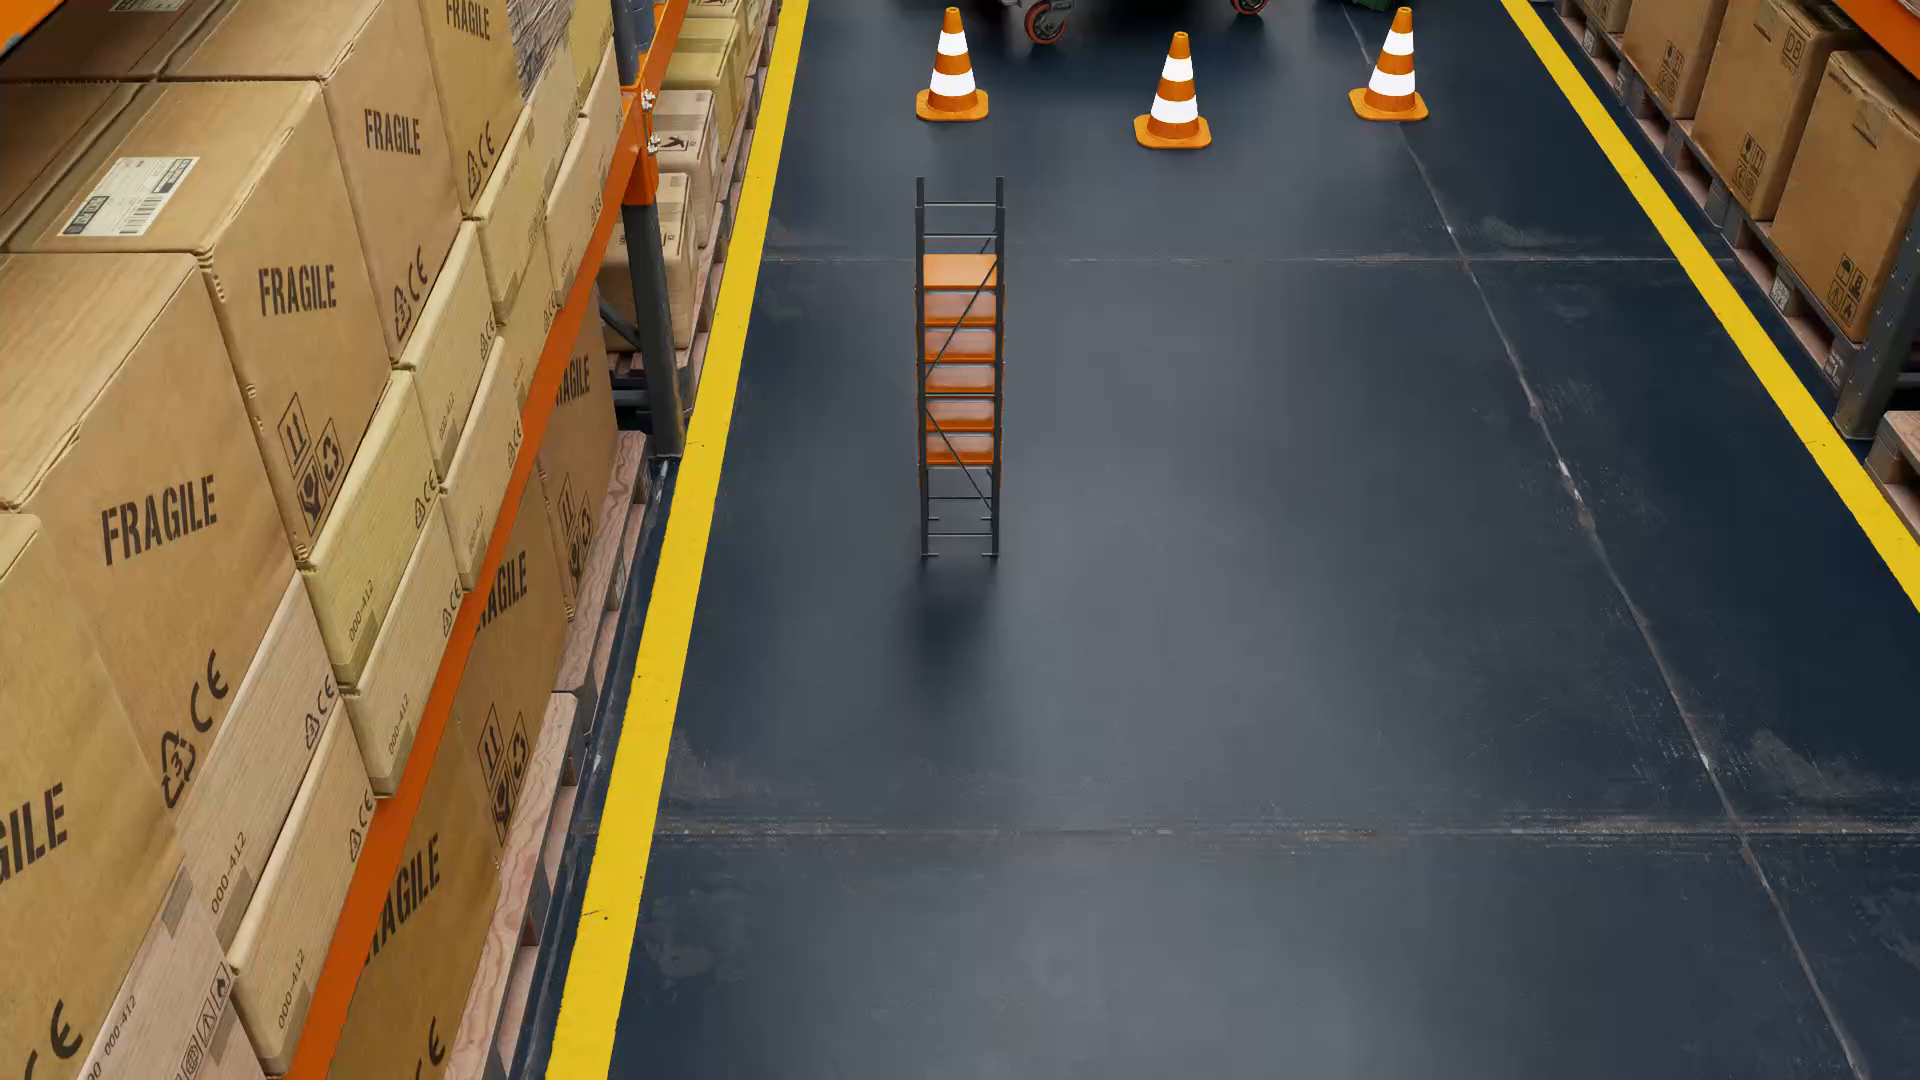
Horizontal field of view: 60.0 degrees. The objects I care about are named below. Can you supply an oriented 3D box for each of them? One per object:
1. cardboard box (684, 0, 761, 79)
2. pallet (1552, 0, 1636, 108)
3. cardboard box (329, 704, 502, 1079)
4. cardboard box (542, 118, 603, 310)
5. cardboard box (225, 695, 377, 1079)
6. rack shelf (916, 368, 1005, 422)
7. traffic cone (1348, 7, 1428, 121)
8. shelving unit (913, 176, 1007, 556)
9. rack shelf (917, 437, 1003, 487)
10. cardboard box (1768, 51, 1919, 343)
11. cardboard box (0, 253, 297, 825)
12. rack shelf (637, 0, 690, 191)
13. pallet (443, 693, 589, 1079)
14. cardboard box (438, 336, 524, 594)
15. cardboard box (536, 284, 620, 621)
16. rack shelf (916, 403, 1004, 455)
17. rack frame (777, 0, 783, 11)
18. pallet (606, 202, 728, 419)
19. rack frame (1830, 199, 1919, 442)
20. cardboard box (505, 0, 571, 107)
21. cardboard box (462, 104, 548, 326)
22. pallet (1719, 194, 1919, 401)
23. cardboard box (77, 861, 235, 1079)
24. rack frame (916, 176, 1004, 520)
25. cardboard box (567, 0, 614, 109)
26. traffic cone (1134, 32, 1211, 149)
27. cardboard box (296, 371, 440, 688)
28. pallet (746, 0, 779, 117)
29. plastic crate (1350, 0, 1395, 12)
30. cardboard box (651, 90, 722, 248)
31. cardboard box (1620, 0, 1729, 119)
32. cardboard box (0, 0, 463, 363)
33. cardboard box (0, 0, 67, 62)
[{"bbox_3d":[-1.431,-2.339,7.535,0.950,0.372,0.625,2,39,3],"label":"cardboard box"},{"bbox_3d":[3.588,-2.474,8.168,1.003,0.211,1.213,0,39,0],"label":"pallet"},{"bbox_3d":[-1.518,0.738,3.294,0.875,0.875,0.875,1,39,1],"label":"cardboard box"},{"bbox_3d":[-1.157,-0.782,3.948,0.500,0.250,0.500,1,39,1],"label":"cardboard box"},{"bbox_3d":[-1.167,0.485,2.367,0.500,0.250,0.500,-1,39,-1],"label":"cardboard box"},{"bbox_3d":[0.000,-0.443,4.914,0.258,0.103,0.180,0,39,0],"label":"rack shelf"},{"bbox_3d":[2.003,-2.215,7.644,0.336,0.463,0.334,0,39,0],"label":"traffic cone"},{"bbox_3d":[0.000,-0.477,4.886,0.258,1.200,0.189,0,39,0],"label":"shelving unit"},{"bbox_3d":[0.000,-0.255,5.064,0.258,0.103,0.180,0,39,0],"label":"rack shelf"},{"bbox_3d":[3.606,-1.210,5.825,1.050,0.750,0.750,-1,39,-1],"label":"cardboard box"},{"bbox_3d":[-1.170,0.002,1.969,0.500,0.500,0.500,0,39,0],"label":"cardboard box"},{"bbox_3d":[-1.436,-2.446,6.479,1.077,0.370,4.000,0,39,0],"label":"rack shelf"},{"bbox_3d":[-1.509,0.866,4.001,1.003,0.211,1.213,0,39,0],"label":"pallet"},{"bbox_3d":[-1.143,-0.149,3.157,0.500,0.250,0.500,-1,39,-1],"label":"cardboard box"},{"bbox_3d":[-1.516,-0.379,4.688,0.875,0.875,0.875,0,39,0],"label":"cardboard box"},{"bbox_3d":[0.000,-0.349,4.989,0.258,0.103,0.180,0,39,0],"label":"rack shelf"},{"bbox_3d":[-1.438,-3.978,7.815,1.000,3.000,0.127,0,39,0],"label":"rack frame"},{"bbox_3d":[-1.433,-0.877,6.176,1.003,0.211,1.213,0,39,0],"label":"pallet"},{"bbox_3d":[3.517,-1.543,4.777,1.000,3.000,0.127,0,39,0],"label":"rack frame"},{"bbox_3d":[-1.162,-1.262,3.546,0.500,0.500,0.500,1,39,1],"label":"cardboard box"},{"bbox_3d":[-1.153,-0.670,3.407,0.500,0.250,0.500,-1,39,-1],"label":"cardboard box"},{"bbox_3d":[3.591,-0.948,6.264,1.003,0.211,1.213,0,39,0],"label":"pallet"},{"bbox_3d":[-1.147,0.613,1.807,0.500,0.250,0.500,-1,39,-1],"label":"cardboard box"},{"bbox_3d":[0.000,-0.534,4.957,0.240,1.200,0.006,0,39,0],"label":"rack frame"},{"bbox_3d":[-1.179,-1.310,4.207,0.500,0.250,0.500,0,39,0],"label":"cardboard box"},{"bbox_3d":[0.964,-2.033,7.417,0.336,0.463,0.334,0,39,0],"label":"traffic cone"},{"bbox_3d":[-1.150,-0.029,2.607,0.500,0.250,0.500,0,39,1],"label":"cardboard box"},{"bbox_3d":[-1.436,-2.403,8.080,1.003,0.211,1.213,0,39,0],"label":"pallet"},{"bbox_3d":[2.202,-3.078,8.894,0.450,0.188,0.662,27,45,16],"label":"plastic crate"},{"bbox_3d":[-1.433,-1.430,6.401,0.950,0.372,0.625,-1,39,-1],"label":"cardboard box"},{"bbox_3d":[3.600,-2.339,7.234,1.050,0.750,0.750,0,39,0],"label":"cardboard box"},{"bbox_3d":[-1.175,-0.635,2.764,0.500,0.500,0.500,-1,39,-1],"label":"cardboard box"},{"bbox_3d":[-1.685,-0.648,2.780,0.500,0.500,0.500,1,39,1],"label":"cardboard box"}]
